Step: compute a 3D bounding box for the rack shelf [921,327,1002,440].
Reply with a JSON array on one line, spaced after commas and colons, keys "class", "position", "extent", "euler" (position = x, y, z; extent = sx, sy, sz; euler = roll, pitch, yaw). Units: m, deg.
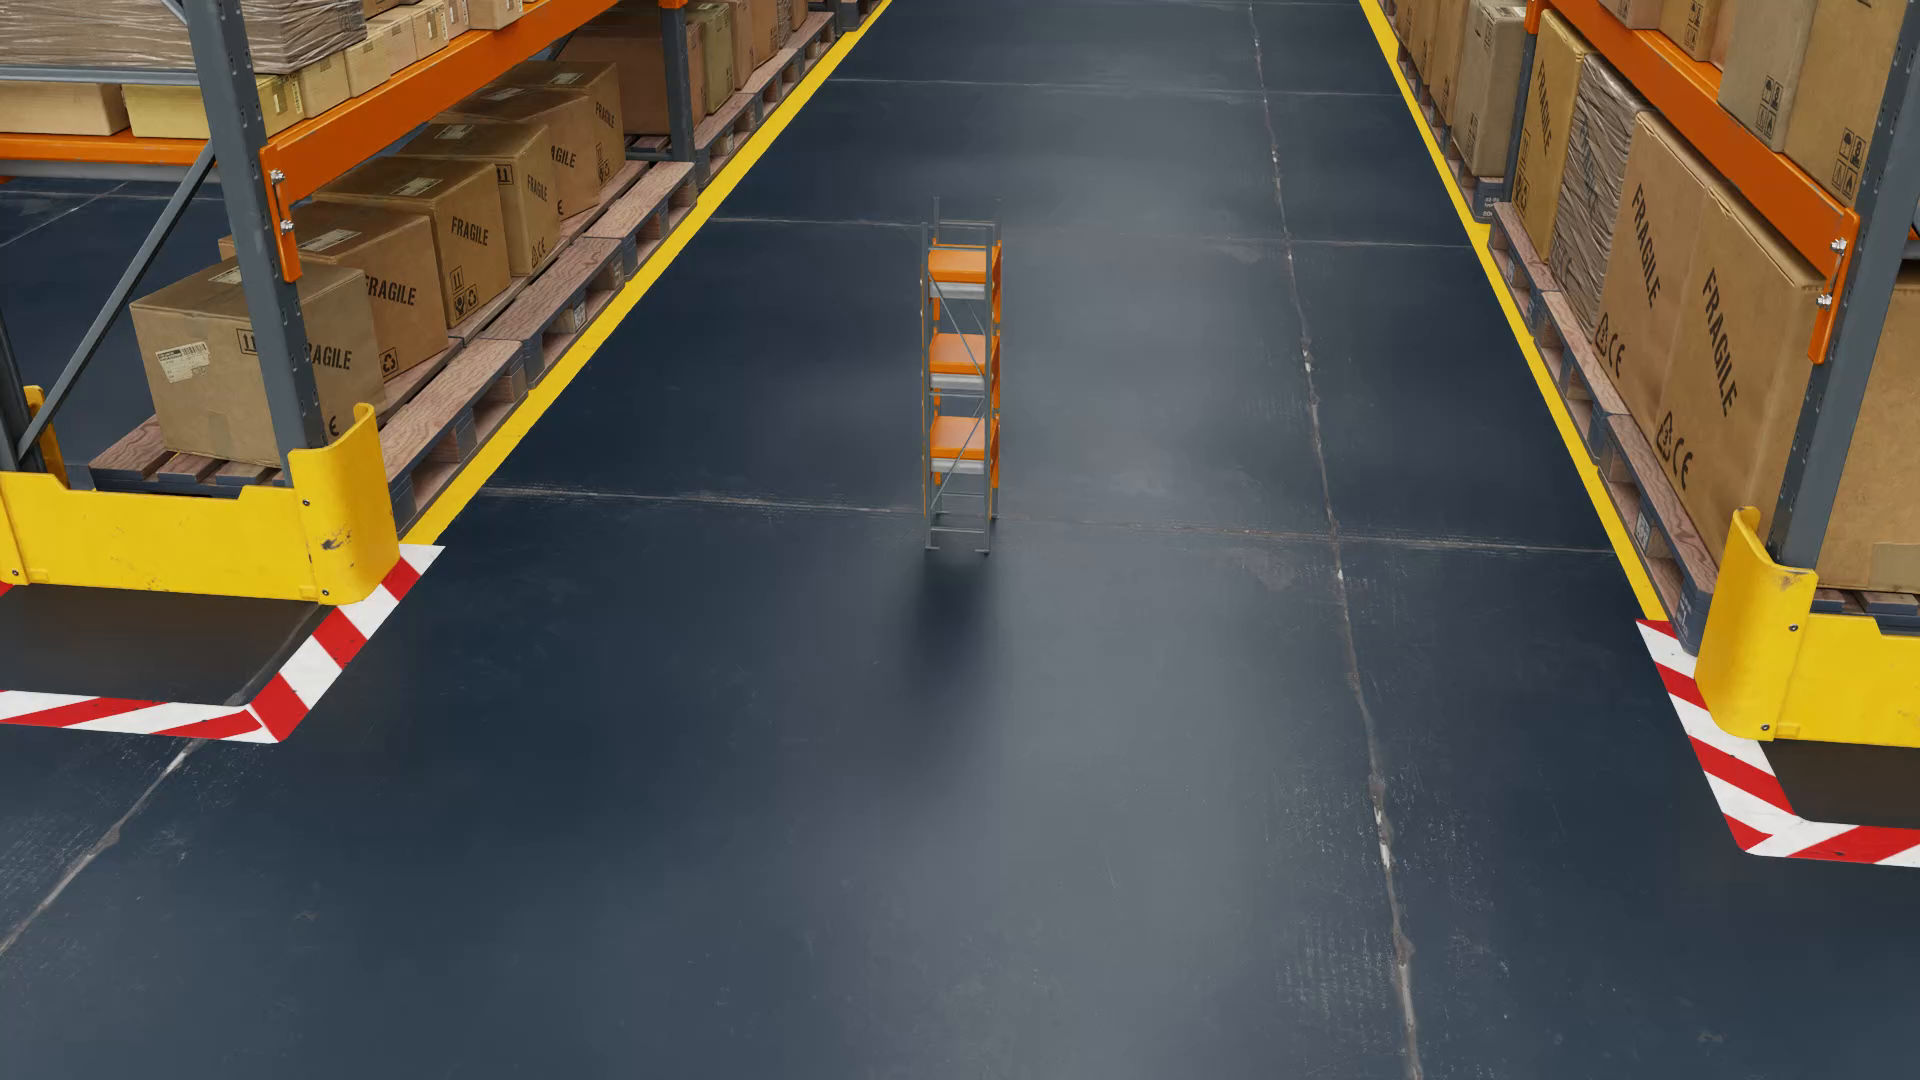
[{"class": "rack shelf", "position": [0.007, -0.478, 5.053], "extent": [0.215, 0.259, 0.240], "euler": [3, 28, 6]}]

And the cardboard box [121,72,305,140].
[{"class": "cardboard box", "position": [-2.062, -1.214, 4.605], "extent": [0.380, 0.149, 0.250], "euler": [3, 28, 6]}]

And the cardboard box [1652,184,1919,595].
[{"class": "cardboard box", "position": [2.594, -0.441, 4.703], "extent": [0.875, 0.875, 0.875], "euler": [4, 29, 6]}]

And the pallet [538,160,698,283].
[{"class": "pallet", "position": [-1.891, -1.541, 7.888], "extent": [1.003, 0.211, 1.213], "euler": [3, 28, 6]}]

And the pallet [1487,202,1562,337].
[{"class": "pallet", "position": [2.896, -1.170, 7.199], "extent": [1.003, 0.211, 1.213], "euler": [3, 28, 6]}]

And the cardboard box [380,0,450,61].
[{"class": "cardboard box", "position": [-1.919, -1.683, 5.477], "extent": [0.380, 0.149, 0.250], "euler": [3, 28, 6]}]

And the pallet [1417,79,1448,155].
[{"class": "pallet", "position": [3.234, -2.467, 9.607], "extent": [1.003, 0.211, 1.213], "euler": [3, 28, 6]}]

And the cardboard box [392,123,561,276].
[{"class": "cardboard box", "position": [-1.993, -1.419, 6.913], "extent": [0.500, 0.500, 0.500], "euler": [1, 28, 2]}]

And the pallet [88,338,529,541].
[{"class": "pallet", "position": [-2.190, -0.393, 5.756], "extent": [1.003, 0.211, 1.213], "euler": [3, 28, 6]}]

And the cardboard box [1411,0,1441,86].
[{"class": "cardboard box", "position": [3.289, -3.135, 9.836], "extent": [1.050, 0.750, 0.750], "euler": [4, 29, 7]}]

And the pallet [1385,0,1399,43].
[{"class": "pallet", "position": [3.654, -3.774, 12.033], "extent": [1.003, 0.211, 1.213], "euler": [3, 28, 6]}]

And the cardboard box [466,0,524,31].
[{"class": "cardboard box", "position": [-1.782, -1.914, 5.905], "extent": [0.380, 0.149, 0.250], "euler": [3, 28, 6]}]

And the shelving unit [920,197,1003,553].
[{"class": "shelving unit", "position": [0.007, -0.487, 5.048], "extent": [0.215, 1.050, 0.252], "euler": [3, 28, 6]}]

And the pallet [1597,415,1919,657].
[{"class": "pallet", "position": [2.597, -0.022, 5.068], "extent": [1.003, 0.211, 1.213], "euler": [3, 28, 6]}]

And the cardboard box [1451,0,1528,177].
[{"class": "cardboard box", "position": [3.054, -2.243, 8.180], "extent": [1.050, 0.750, 0.750], "euler": [3, 28, 6]}]

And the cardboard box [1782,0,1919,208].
[{"class": "cardboard box", "position": [2.577, -1.112, 3.993], "extent": [0.875, 0.550, 0.550], "euler": [3, 28, 6]}]

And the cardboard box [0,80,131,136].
[{"class": "cardboard box", "position": [-2.504, -1.240, 4.653], "extent": [0.380, 0.149, 0.250], "euler": [3, 28, 6]}]

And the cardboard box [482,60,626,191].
[{"class": "cardboard box", "position": [-1.932, -1.985, 7.965], "extent": [0.500, 0.500, 0.500], "euler": [3, 28, 5]}]

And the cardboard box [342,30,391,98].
[{"class": "cardboard box", "position": [-1.967, -1.447, 5.039], "extent": [0.380, 0.149, 0.250], "euler": [3, 28, 6]}]

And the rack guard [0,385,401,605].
[{"class": "rack guard", "position": [-2.324, -0.139, 4.982], "extent": [1.175, 0.500, 0.348], "euler": [3, 28, 6]}]

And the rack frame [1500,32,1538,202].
[{"class": "rack frame", "position": [3.067, -2.751, 7.194], "extent": [1.000, 3.000, 0.127], "euler": [3, 28, 6]}]

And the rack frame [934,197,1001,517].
[{"class": "rack frame", "position": [0.022, -0.545, 5.154], "extent": [0.200, 1.050, 0.008], "euler": [3, 28, 6]}]

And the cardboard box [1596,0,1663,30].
[{"class": "cardboard box", "position": [2.806, -2.135, 5.893], "extent": [0.875, 0.550, 0.550], "euler": [3, 28, 6]}]

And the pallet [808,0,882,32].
[{"class": "pallet", "position": [-1.182, -4.109, 12.654], "extent": [1.003, 0.211, 1.213], "euler": [3, 28, 6]}]

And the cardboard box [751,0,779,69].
[{"class": "cardboard box", "position": [-1.533, -3.217, 10.231], "extent": [0.700, 0.500, 0.500], "euler": [6, 29, 10]}]

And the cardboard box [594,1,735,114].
[{"class": "cardboard box", "position": [-1.670, -2.691, 9.255], "extent": [0.700, 0.500, 0.500], "euler": [3, 28, 6]}]

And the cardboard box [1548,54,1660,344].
[{"class": "cardboard box", "position": [2.814, -1.284, 6.268], "extent": [0.875, 0.875, 0.875], "euler": [4, 29, 7]}]

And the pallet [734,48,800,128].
[{"class": "pallet", "position": [-1.603, -2.802, 10.228], "extent": [1.003, 0.211, 1.213], "euler": [3, 28, 6]}]

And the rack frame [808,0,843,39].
[{"class": "rack frame", "position": [-1.353, -4.970, 11.312], "extent": [1.000, 3.000, 0.127], "euler": [3, 28, 6]}]

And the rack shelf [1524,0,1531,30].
[{"class": "rack shelf", "position": [3.312, -3.376, 9.112], "extent": [1.077, 0.370, 4.000], "euler": [3, 28, 6]}]

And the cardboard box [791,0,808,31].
[{"class": "cardboard box", "position": [-1.416, -3.747, 11.213], "extent": [0.700, 0.500, 0.500], "euler": [2, 28, 4]}]

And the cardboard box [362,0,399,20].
[{"class": "cardboard box", "position": [-2.297, -1.879, 5.156], "extent": [0.875, 0.500, 0.500], "euler": [3, 28, 6]}]

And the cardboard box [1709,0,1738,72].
[{"class": "cardboard box", "position": [2.816, -1.628, 4.951], "extent": [0.875, 0.550, 0.550], "euler": [3, 28, 6]}]

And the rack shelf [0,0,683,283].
[{"class": "rack shelf", "position": [-2.089, -1.829, 6.241], "extent": [1.077, 0.370, 4.000], "euler": [3, 28, 6]}]

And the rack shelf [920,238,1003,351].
[{"class": "rack shelf", "position": [0.007, -0.728, 4.918], "extent": [0.215, 0.259, 0.240], "euler": [3, 28, 6]}]

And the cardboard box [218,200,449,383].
[{"class": "cardboard box", "position": [-2.201, -0.865, 5.886], "extent": [0.500, 0.500, 0.500], "euler": [11, 30, 19]}]
